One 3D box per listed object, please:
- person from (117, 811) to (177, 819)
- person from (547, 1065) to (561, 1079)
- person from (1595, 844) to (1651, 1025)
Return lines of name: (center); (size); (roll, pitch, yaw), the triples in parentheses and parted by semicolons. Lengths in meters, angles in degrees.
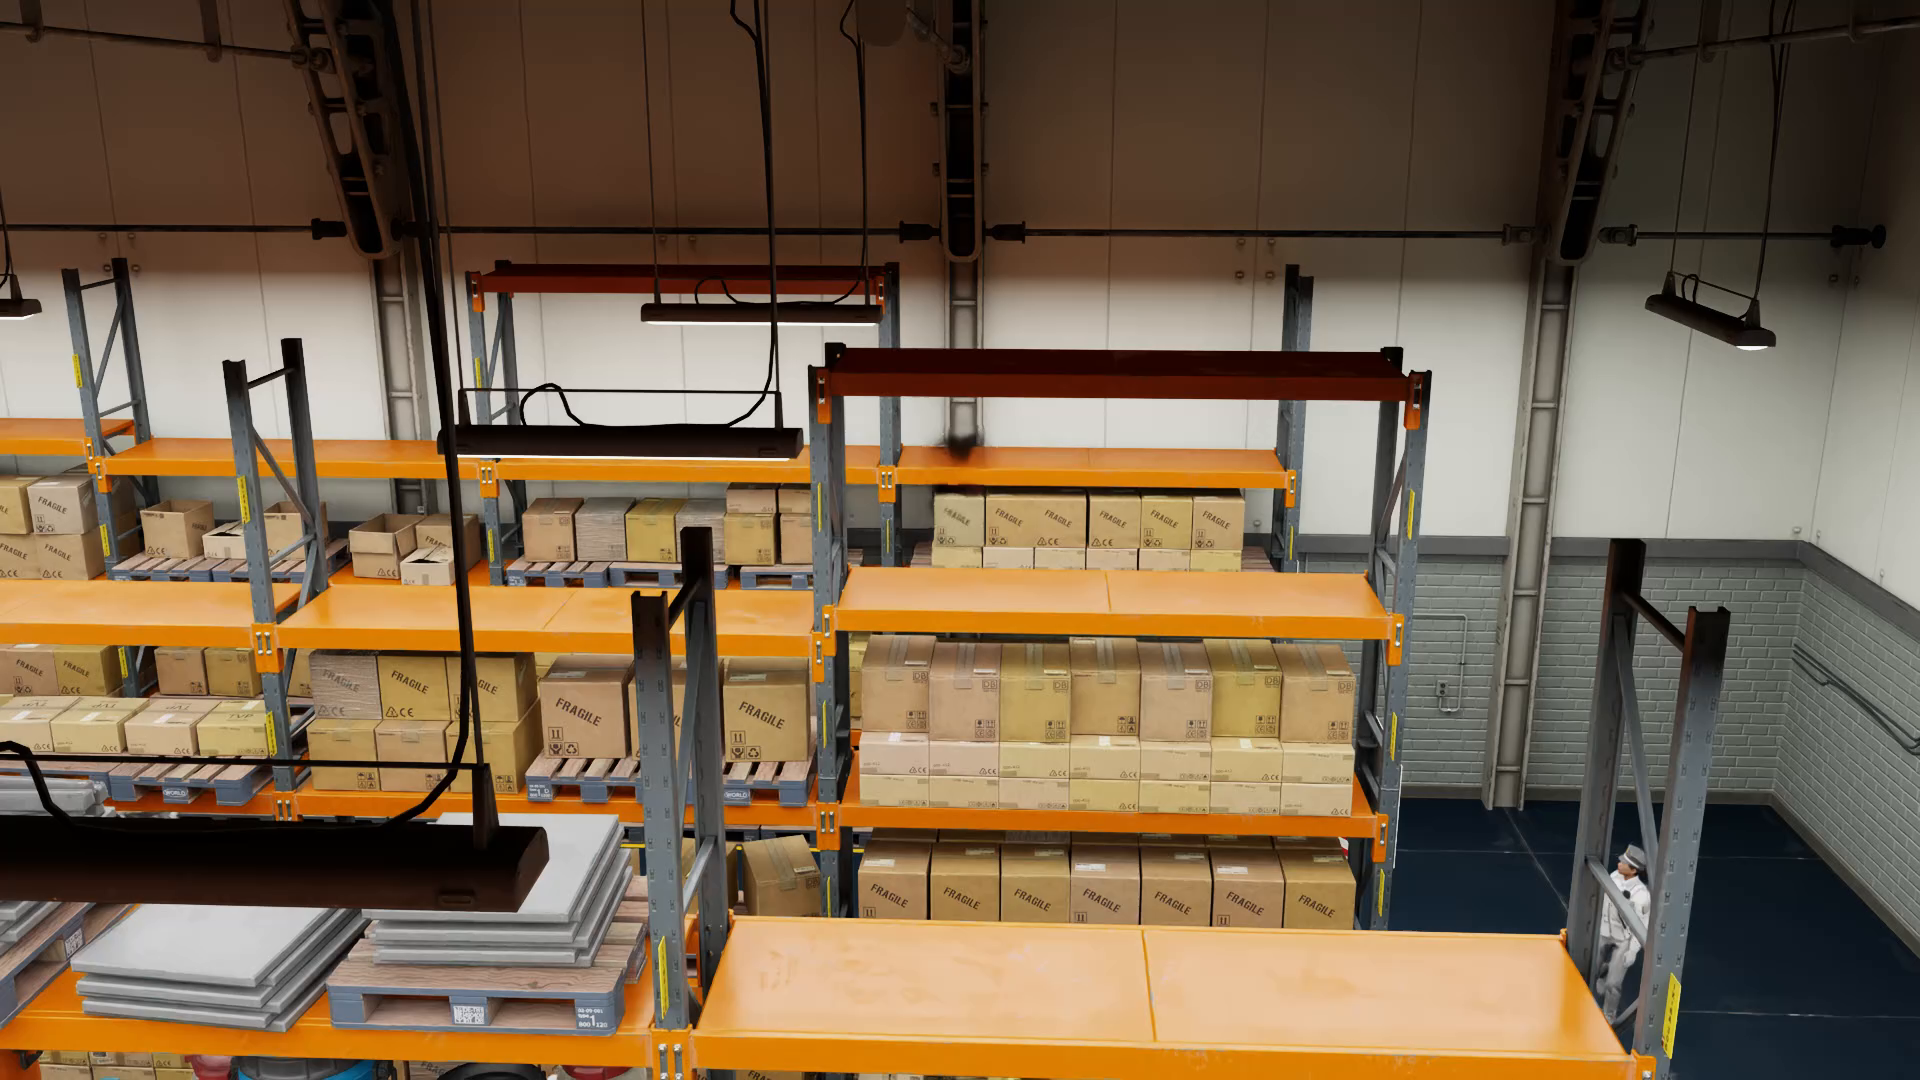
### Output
person: (-8.006, 2.704, 16.355); (0.534, 1.717, 0.421); (-3, 16, -10)
person: (-2.571, 4.104, 11.265); (0.573, 1.779, 0.407); (-7, 17, -22)
person: (5.614, 3.332, 14.114); (0.475, 1.654, 0.662); (13, 20, 37)
